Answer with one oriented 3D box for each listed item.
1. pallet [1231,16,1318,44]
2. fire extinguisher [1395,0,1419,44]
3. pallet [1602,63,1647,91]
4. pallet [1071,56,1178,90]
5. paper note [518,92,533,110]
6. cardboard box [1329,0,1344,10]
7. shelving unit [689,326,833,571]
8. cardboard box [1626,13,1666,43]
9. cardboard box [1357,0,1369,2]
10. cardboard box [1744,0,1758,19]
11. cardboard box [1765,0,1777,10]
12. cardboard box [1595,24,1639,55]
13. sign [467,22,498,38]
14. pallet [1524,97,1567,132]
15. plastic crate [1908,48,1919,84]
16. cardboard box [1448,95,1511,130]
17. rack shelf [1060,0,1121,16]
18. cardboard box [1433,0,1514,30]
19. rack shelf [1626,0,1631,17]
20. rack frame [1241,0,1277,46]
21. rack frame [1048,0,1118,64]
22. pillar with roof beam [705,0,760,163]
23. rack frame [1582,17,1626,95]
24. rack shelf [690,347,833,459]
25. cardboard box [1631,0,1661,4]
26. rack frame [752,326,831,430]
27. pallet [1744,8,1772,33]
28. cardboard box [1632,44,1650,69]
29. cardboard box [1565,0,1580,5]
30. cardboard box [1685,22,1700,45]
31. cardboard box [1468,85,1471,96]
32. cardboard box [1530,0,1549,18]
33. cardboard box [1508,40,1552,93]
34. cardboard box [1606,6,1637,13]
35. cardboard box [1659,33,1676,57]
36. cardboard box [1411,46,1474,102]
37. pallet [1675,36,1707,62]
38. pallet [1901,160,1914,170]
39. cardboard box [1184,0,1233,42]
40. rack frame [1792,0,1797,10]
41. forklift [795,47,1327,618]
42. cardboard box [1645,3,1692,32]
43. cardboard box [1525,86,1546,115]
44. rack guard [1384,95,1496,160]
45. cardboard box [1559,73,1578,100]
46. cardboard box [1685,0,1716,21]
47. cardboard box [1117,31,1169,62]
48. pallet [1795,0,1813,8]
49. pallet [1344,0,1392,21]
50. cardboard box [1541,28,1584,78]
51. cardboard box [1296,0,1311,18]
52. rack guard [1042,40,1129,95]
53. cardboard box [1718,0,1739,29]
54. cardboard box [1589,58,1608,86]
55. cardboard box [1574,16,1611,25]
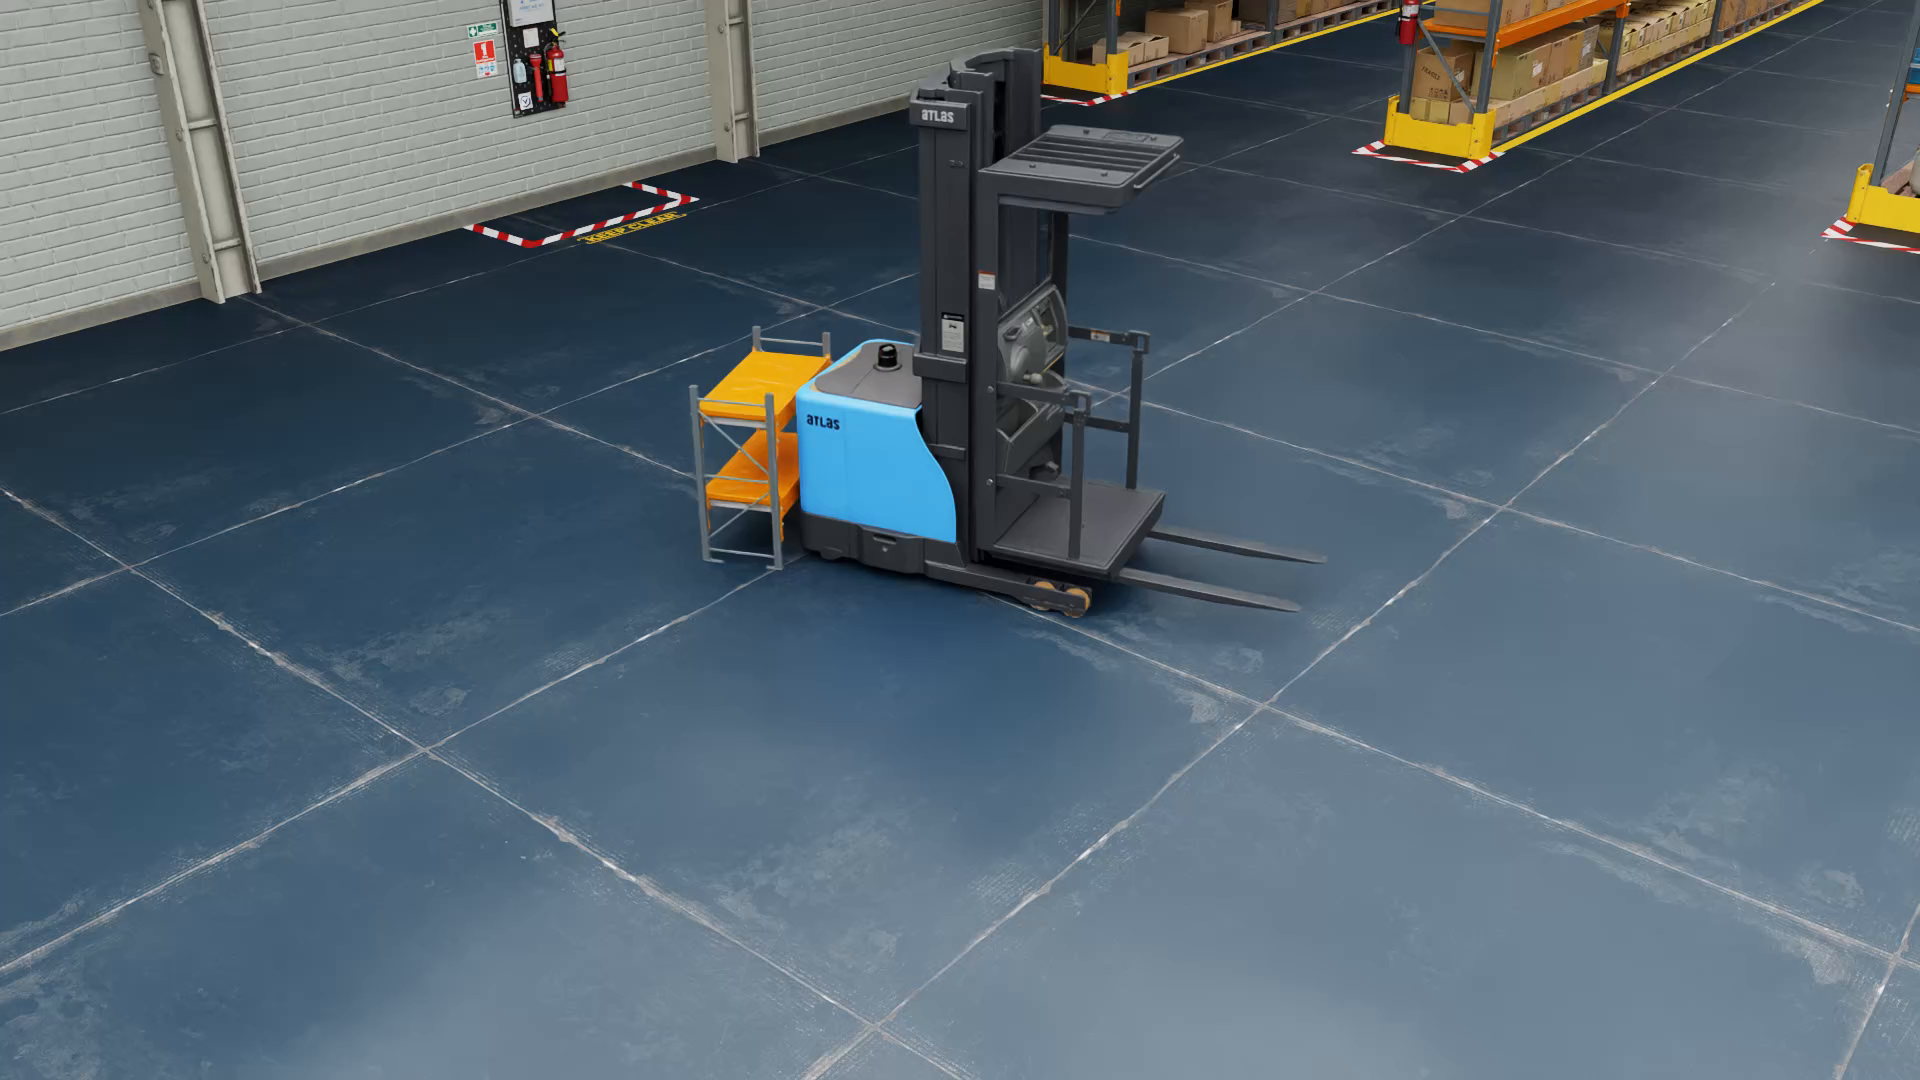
[{"bbox_3d":[4.608,-7.664,24.836,1.003,0.211,1.213,21,34,34],"label":"pallet"},{"bbox_3d":[4.961,-5.821,18.322,0.296,0.674,0.183,21,34,34],"label":"fire extinguisher"},{"bbox_3d":[8.377,-6.214,22.032,1.003,0.211,1.213,21,34,34],"label":"pallet"},{"bbox_3d":[2.162,-6.274,22.149,1.003,0.211,1.213,21,34,34],"label":"pallet"},{"bbox_3d":[-4.236,-4.283,16.223,0.016,0.148,0.142,21,34,34],"label":"paper note"},{"bbox_3d":[5.529,-8.526,25.708,0.700,0.500,0.500,21,34,34],"label":"cardboard box"},{"bbox_3d":[-1.175,-0.579,10.145,0.538,1.125,1.048,7,28,13],"label":"shelving unit"},{"bbox_3d":[9.045,-6.828,22.109,0.500,0.311,0.500,19,33,33],"label":"cardboard box"},{"bbox_3d":[6.240,-8.859,26.352,0.700,0.500,0.500,21,34,35],"label":"cardboard box"},{"bbox_3d":[11.645,-8.125,24.933,0.500,0.500,0.500,20,34,34],"label":"cardboard box"},{"bbox_3d":[12.294,-8.492,25.643,0.500,0.500,0.500,21,34,35],"label":"cardboard box"},{"bbox_3d":[8.394,-6.468,21.413,0.500,0.311,0.500,21,34,35],"label":"cardboard box"},{"bbox_3d":[-4.492,-4.801,15.651,0.001,0.109,0.331,21,34,34],"label":"sign"},{"bbox_3d":[6.625,-5.237,20.144,1.003,0.211,1.213,21,34,34],"label":"pallet"},{"bbox_3d":[9.302,-4.512,15.868,0.499,0.251,0.616,21,34,34],"label":"plastic crate"},{"bbox_3d":[5.907,-4.852,18.900,0.500,0.250,0.500,21,34,34],"label":"cardboard box"},{"bbox_3d":[2.842,-7.598,22.455,1.077,0.370,4.000,21,34,34],"label":"rack shelf"},{"bbox_3d":[5.701,-5.968,18.413,0.700,0.500,0.500,21,34,34],"label":"cardboard box"},{"bbox_3d":[9.211,-7.569,22.400,1.077,0.370,4.000,21,34,34],"label":"rack shelf"},{"bbox_3d":[4.114,-8.626,23.660,1.000,3.000,0.127,21,34,34],"label":"rack frame"},{"bbox_3d":[1.570,-7.208,20.919,1.000,3.000,0.127,21,34,34],"label":"rack frame"},{"bbox_3d":[0.853,-6.988,13.965,9.100,9.000,0.400,21,34,34],"label":"pillar with roof beam"},{"bbox_3d":[7.939,-7.180,20.864,1.000,3.000,0.127,21,34,34],"label":"rack frame"},{"bbox_3d":[-1.175,-0.839,10.011,0.538,0.278,1.000,7,28,13],"label":"rack shelf"},{"bbox_3d":[9.596,-7.524,23.454,0.500,0.311,0.500,20,33,33],"label":"cardboard box"},{"bbox_3d":[-1.049,-0.806,10.583,0.500,1.125,0.032,7,28,13],"label":"rack frame"},{"bbox_3d":[11.763,-8.044,25.569,1.003,0.211,1.213,21,34,34],"label":"pallet"},{"bbox_3d":[8.713,-6.397,21.886,0.500,0.250,0.500,22,34,36],"label":"cardboard box"},{"bbox_3d":[7.009,-6.700,19.827,0.700,0.500,0.500,21,34,35],"label":"cardboard box"},{"bbox_3d":[10.011,-7.122,23.288,0.500,0.250,0.500,20,34,34],"label":"cardboard box"},{"bbox_3d":[5.816,-5.184,19.542,0.500,0.250,0.500,21,34,34],"label":"cardboard box"},{"bbox_3d":[6.352,-6.330,19.112,0.700,0.500,0.500,21,34,35],"label":"cardboard box"},{"bbox_3d":[6.532,-5.544,19.422,0.500,0.500,0.500,21,34,34],"label":"cardboard box"},{"bbox_3d":[8.943,-7.161,22.754,0.500,0.311,0.500,20,34,34],"label":"cardboard box"},{"bbox_3d":[9.364,-6.761,22.590,0.500,0.250,0.500,22,34,35],"label":"cardboard box"},{"bbox_3d":[5.506,-5.337,19.022,0.500,0.500,0.500,21,34,34],"label":"cardboard box"},{"bbox_3d":[9.929,-7.079,23.704,1.003,0.211,1.213,21,34,34],"label":"pallet"},{"bbox_3d":[10.523,-3.832,17.428,1.003,0.211,1.213,21,34,34],"label":"pallet"},{"bbox_3d":[3.485,-7.332,23.400,0.500,0.500,0.500,18,32,31],"label":"cardboard box"},{"bbox_3d":[13.027,-10.016,26.347,1.000,3.000,0.127,21,34,34],"label":"rack frame"},{"bbox_3d":[0.594,-1.139,9.261,3.031,2.935,1.130,12,30,21],"label":"forklift"},{"bbox_3d":[9.691,-7.190,22.810,0.500,0.311,0.500,20,34,34],"label":"cardboard box"},{"bbox_3d":[6.541,-5.208,19.587,0.500,0.250,0.500,21,34,34],"label":"cardboard box"},{"bbox_3d":[5.379,-4.643,18.681,1.175,0.500,0.348,21,34,34],"label":"rack guard"},{"bbox_3d":[7.180,-5.561,20.270,0.500,0.250,0.500,21,34,34],"label":"cardboard box"},{"bbox_3d":[10.340,-7.555,23.514,0.500,0.311,0.500,22,34,36],"label":"cardboard box"},{"bbox_3d":[2.442,-6.630,22.250,0.500,0.311,0.500,24,36,38],"label":"cardboard box"},{"bbox_3d":[13.465,-9.021,27.458,1.003,0.211,1.213,21,34,34],"label":"pallet"},{"bbox_3d":[6.160,-8.529,26.508,1.003,0.211,1.213,21,34,34],"label":"pallet"},{"bbox_3d":[7.170,-5.898,20.105,0.500,0.500,0.500,21,34,34],"label":"cardboard box"},{"bbox_3d":[4.859,-8.175,25.030,0.700,0.500,0.500,20,33,33],"label":"cardboard box"},{"bbox_3d":[1.618,-6.125,21.545,1.175,0.500,0.348,21,34,34],"label":"rack guard"},{"bbox_3d":[10.993,-7.761,24.230,0.500,0.500,0.500,22,35,36],"label":"cardboard box"},{"bbox_3d":[7.812,-5.917,20.958,0.500,0.250,0.500,21,34,34],"label":"cardboard box"},{"bbox_3d":[8.301,-6.808,22.071,0.500,0.311,0.500,22,34,36],"label":"cardboard box"}]
